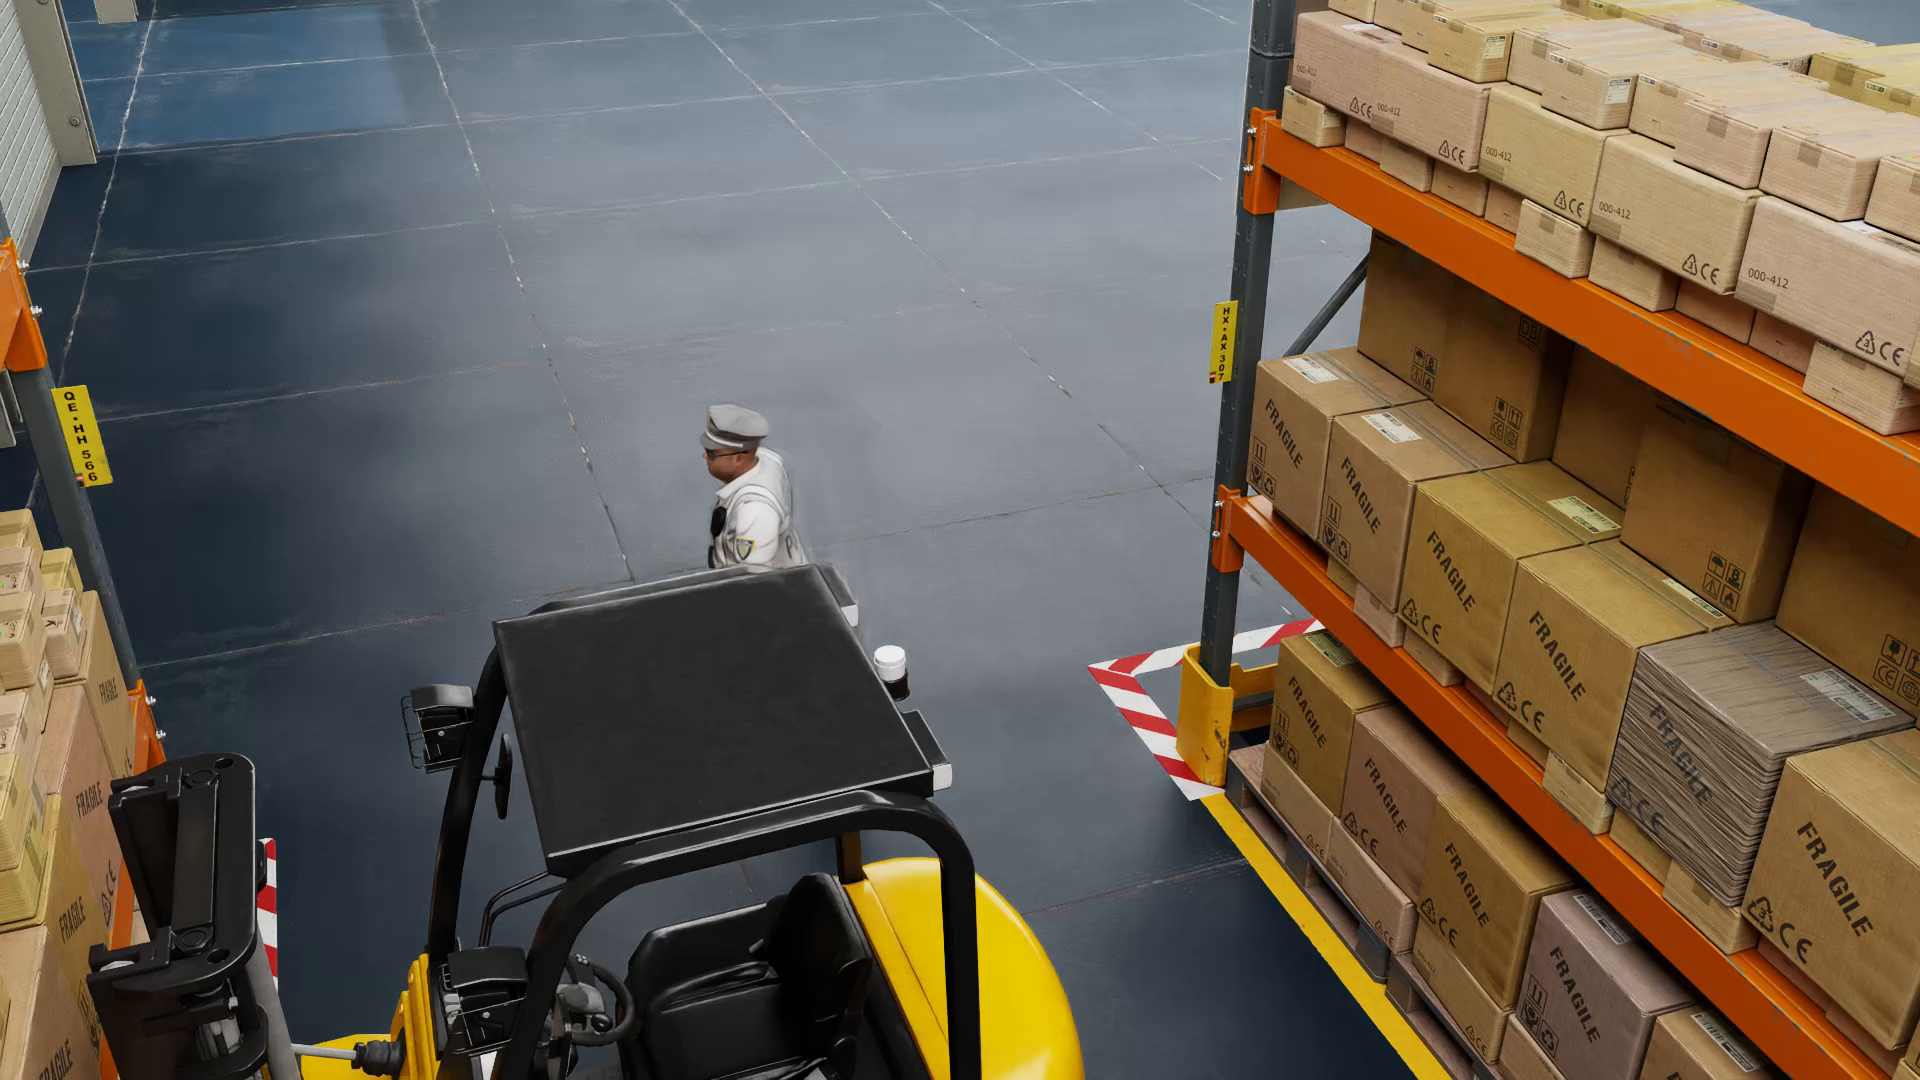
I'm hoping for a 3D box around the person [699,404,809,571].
[{"bbox_3d":[-0.833,0.244,6.698,0.735,1.736,0.667,-5,30,-9],"label":"person"}]
